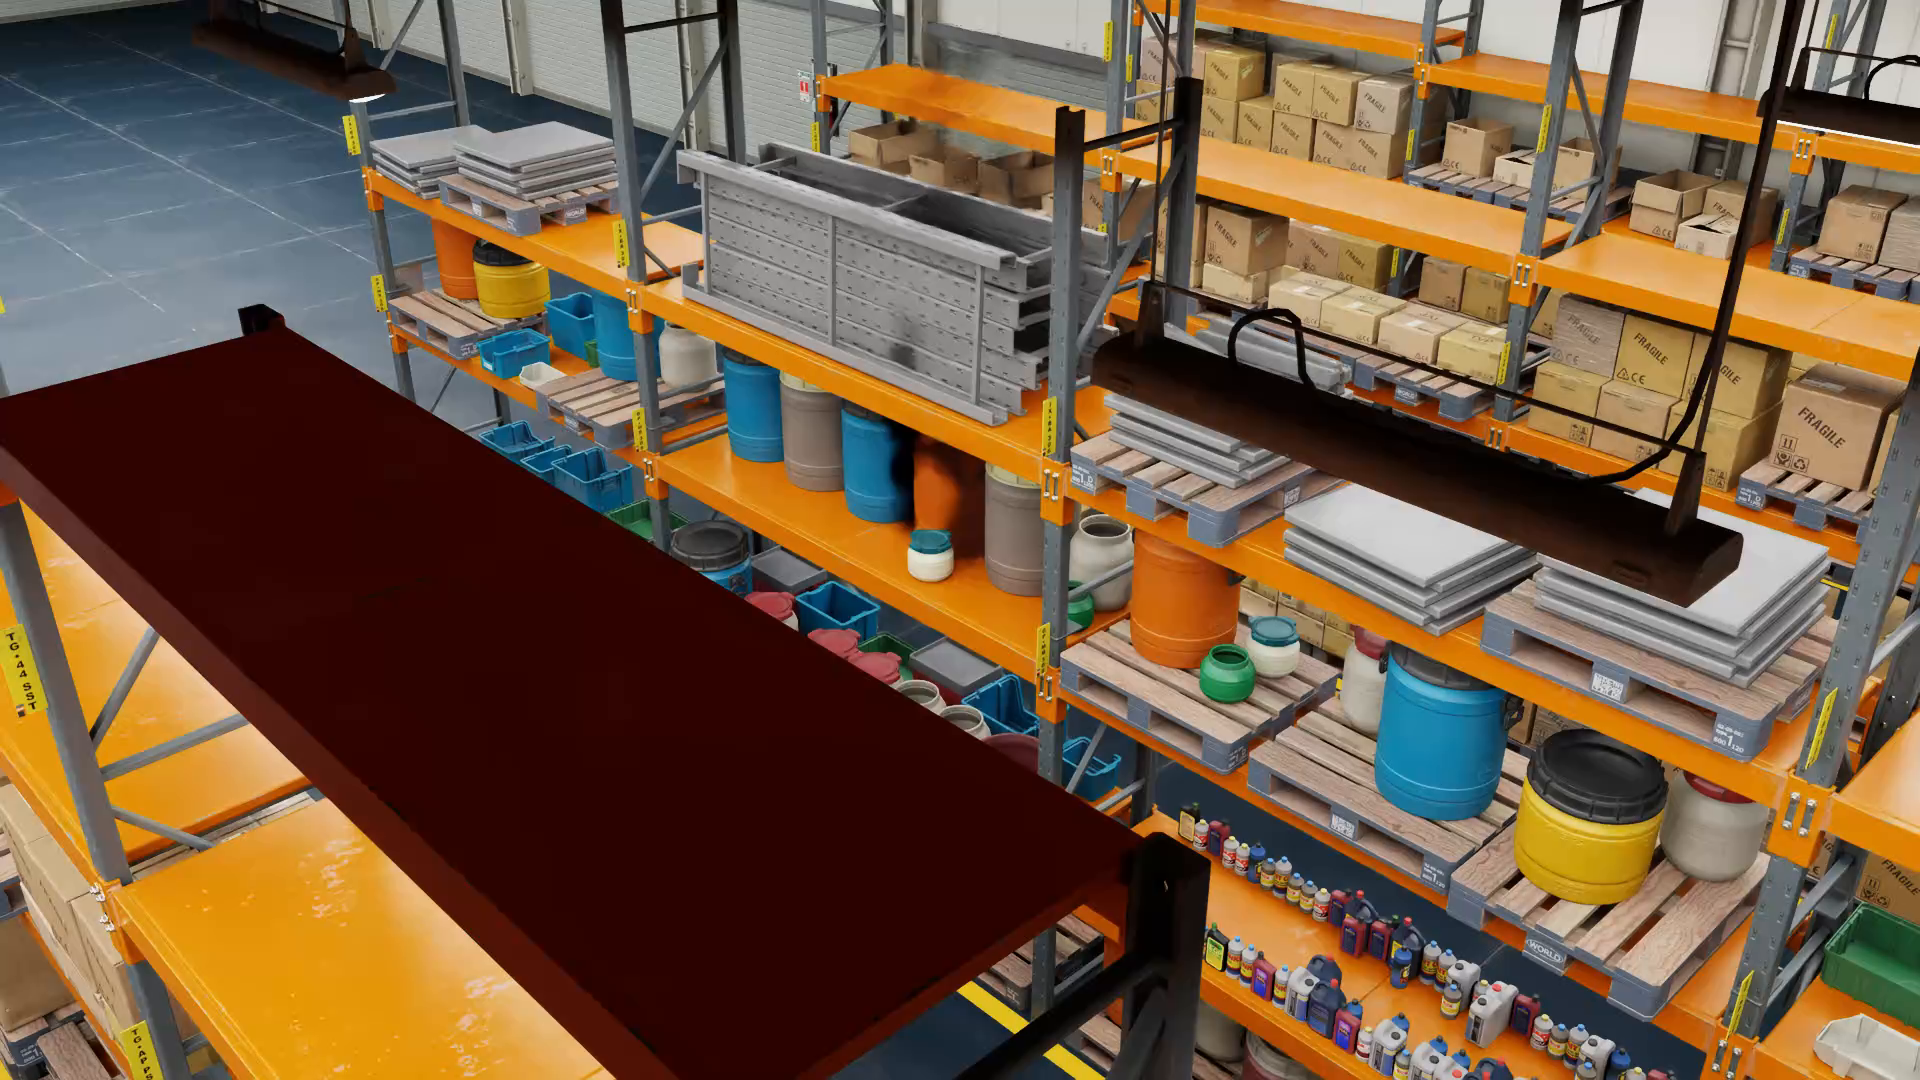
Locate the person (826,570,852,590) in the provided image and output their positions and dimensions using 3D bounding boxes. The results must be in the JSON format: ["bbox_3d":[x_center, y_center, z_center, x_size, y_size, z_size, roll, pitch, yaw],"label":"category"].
[{"bbox_3d":[-0.991,0.030,14.422,0.770,1.695,0.588,25,37,38],"label":"person"}]
